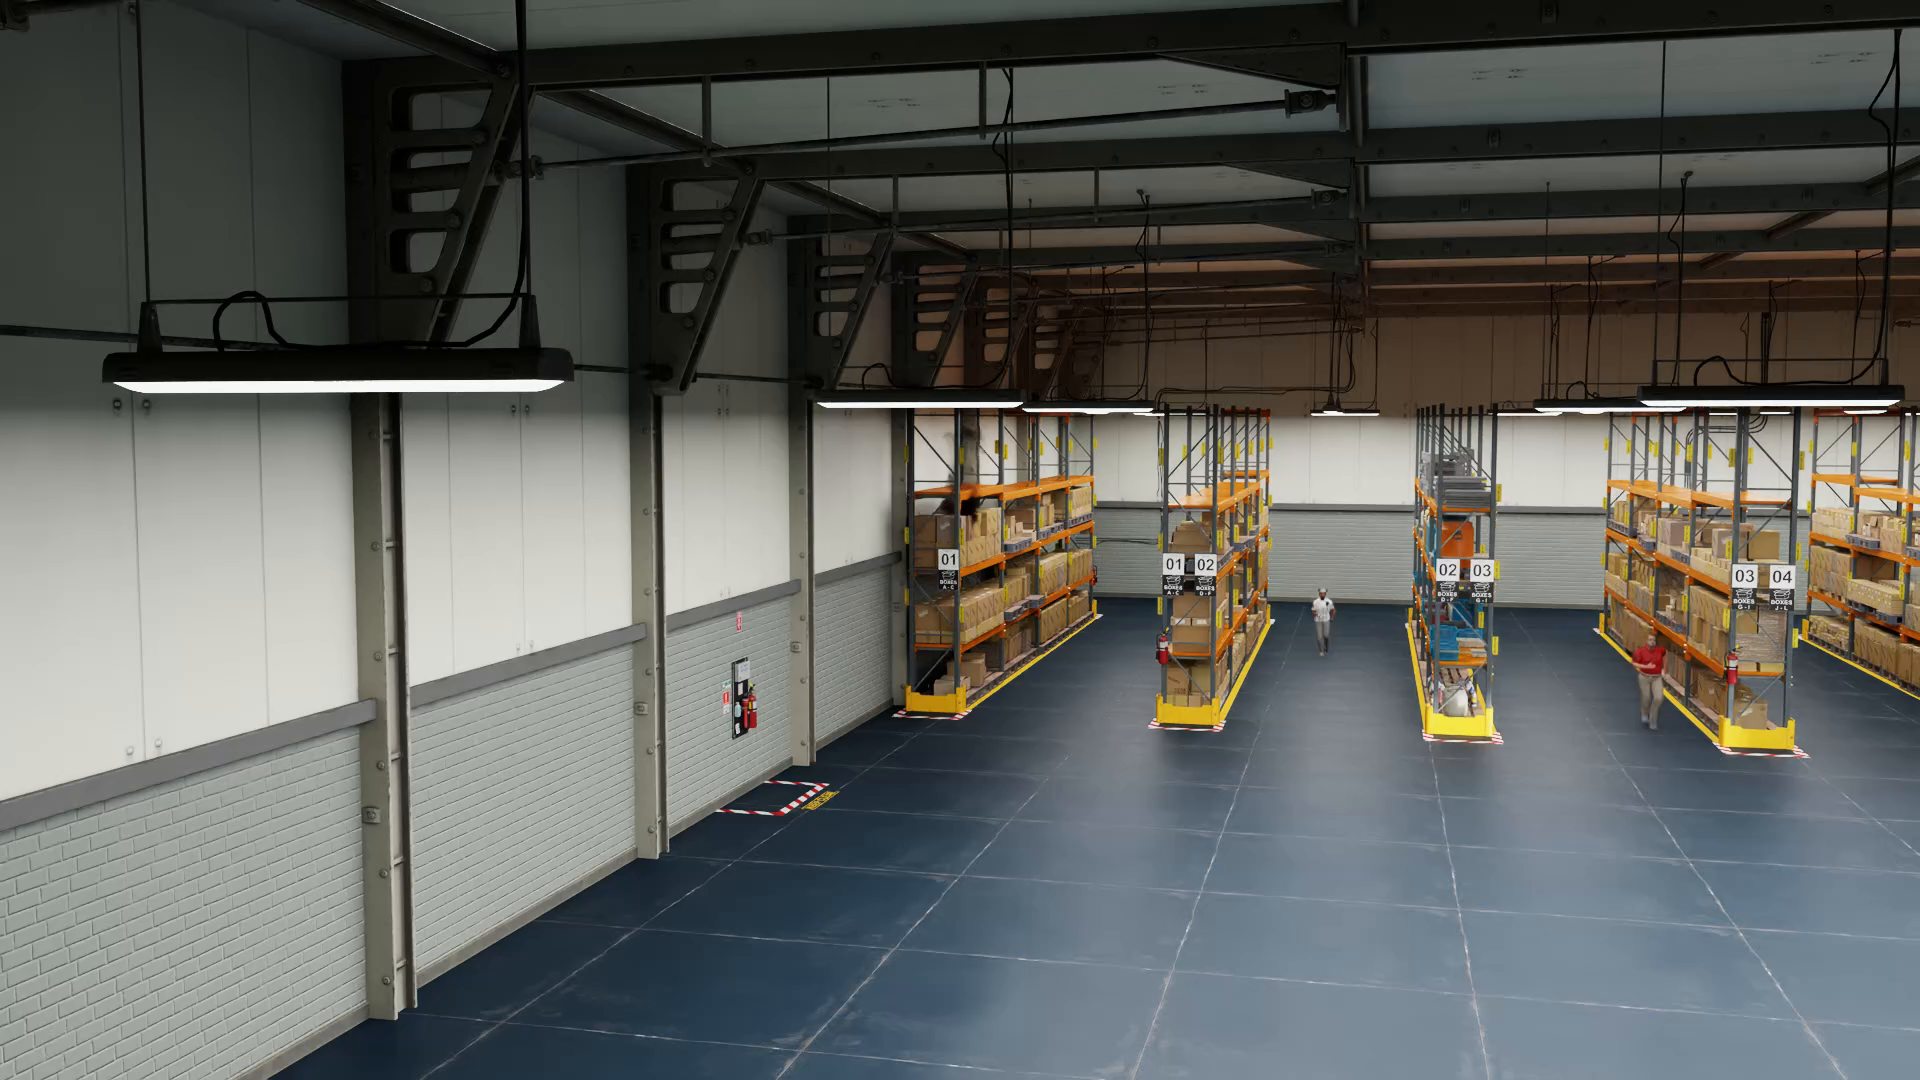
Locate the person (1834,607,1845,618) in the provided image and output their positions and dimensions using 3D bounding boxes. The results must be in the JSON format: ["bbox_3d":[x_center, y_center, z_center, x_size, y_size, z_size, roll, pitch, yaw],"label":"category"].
[{"bbox_3d":[23.421,1.691,43.987,0.723,1.654,0.625,1,4,9],"label":"person"}]

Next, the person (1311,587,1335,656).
[{"bbox_3d":[8.760,1.973,40.111,0.562,1.661,0.562,1,4,14],"label":"person"}]

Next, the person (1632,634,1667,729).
[{"bbox_3d":[12.812,2.647,30.889,0.678,1.817,0.808,1,4,9],"label":"person"}]
